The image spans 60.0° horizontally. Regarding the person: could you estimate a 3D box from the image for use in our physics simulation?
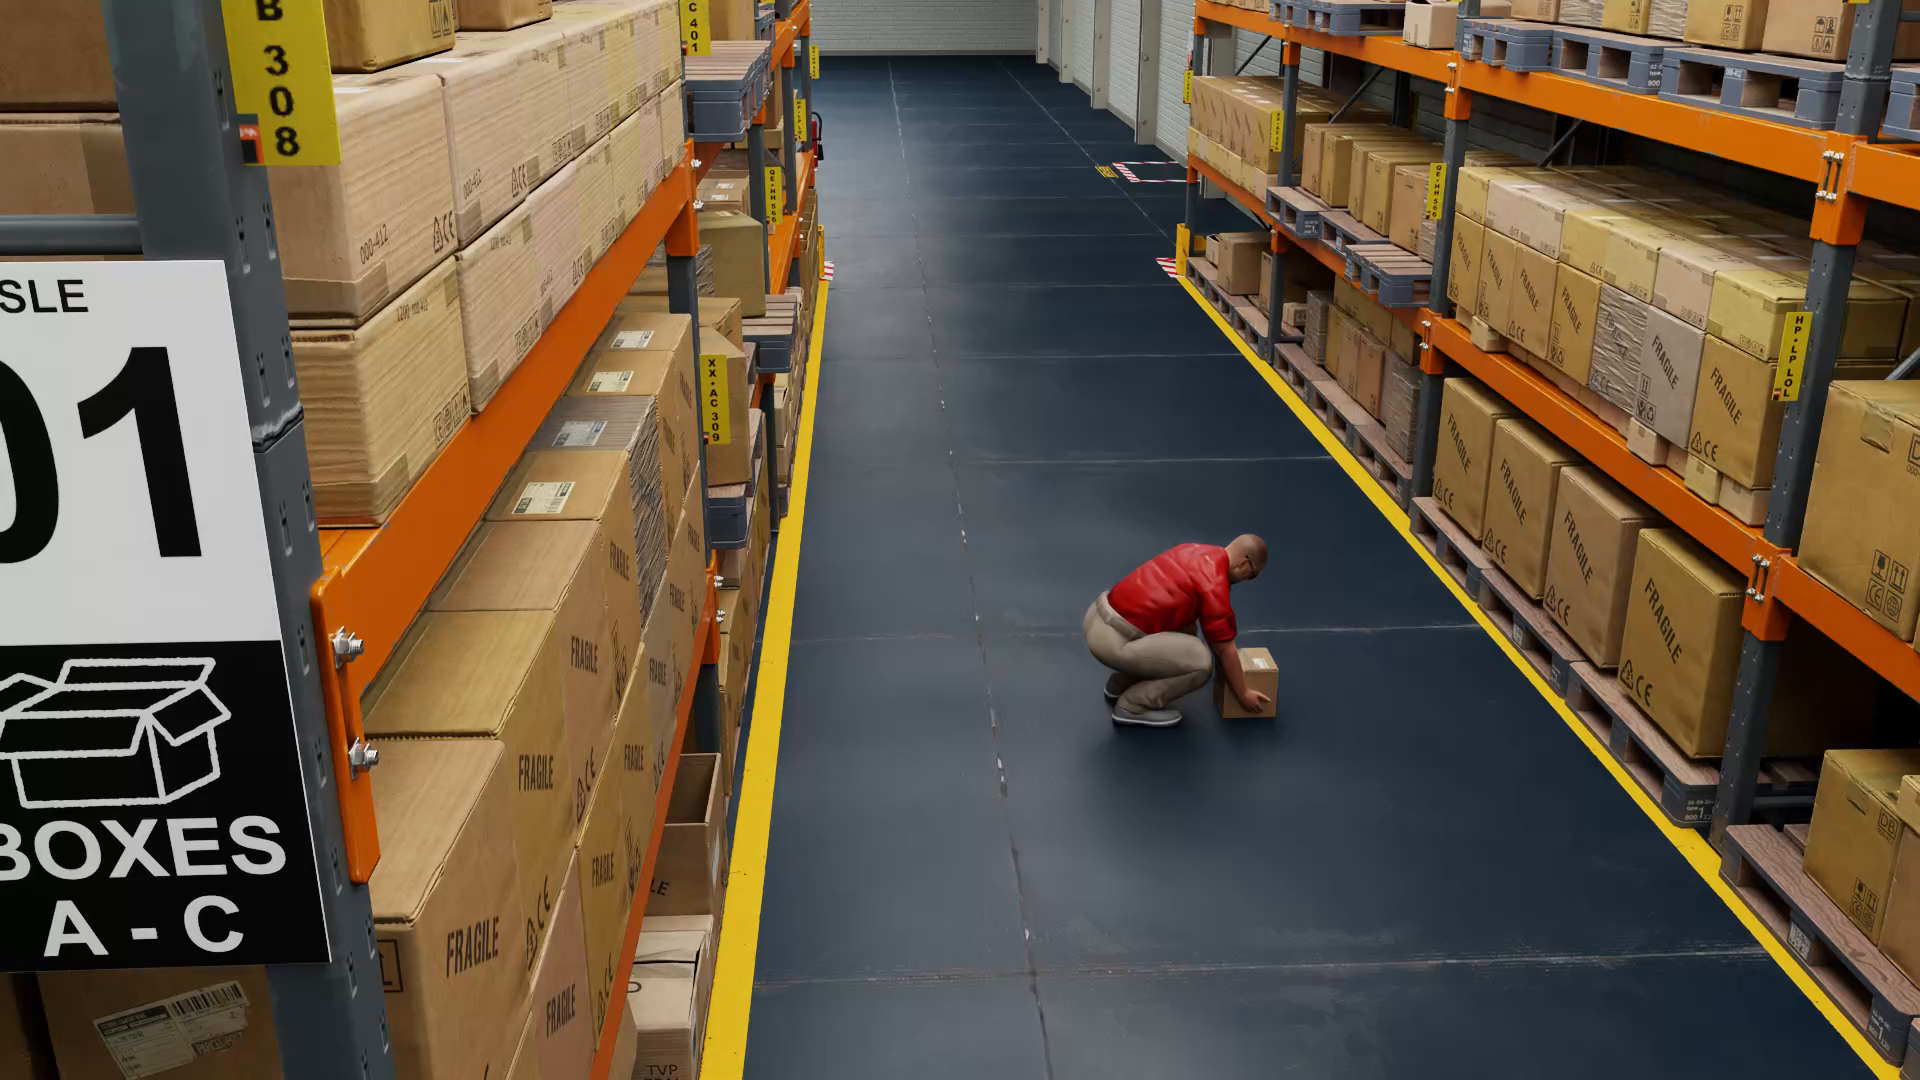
[{"bbox_3d":[1.009,0.403,7.784,0.866,0.856,0.555,-1,20,-3],"label":"person"}]
